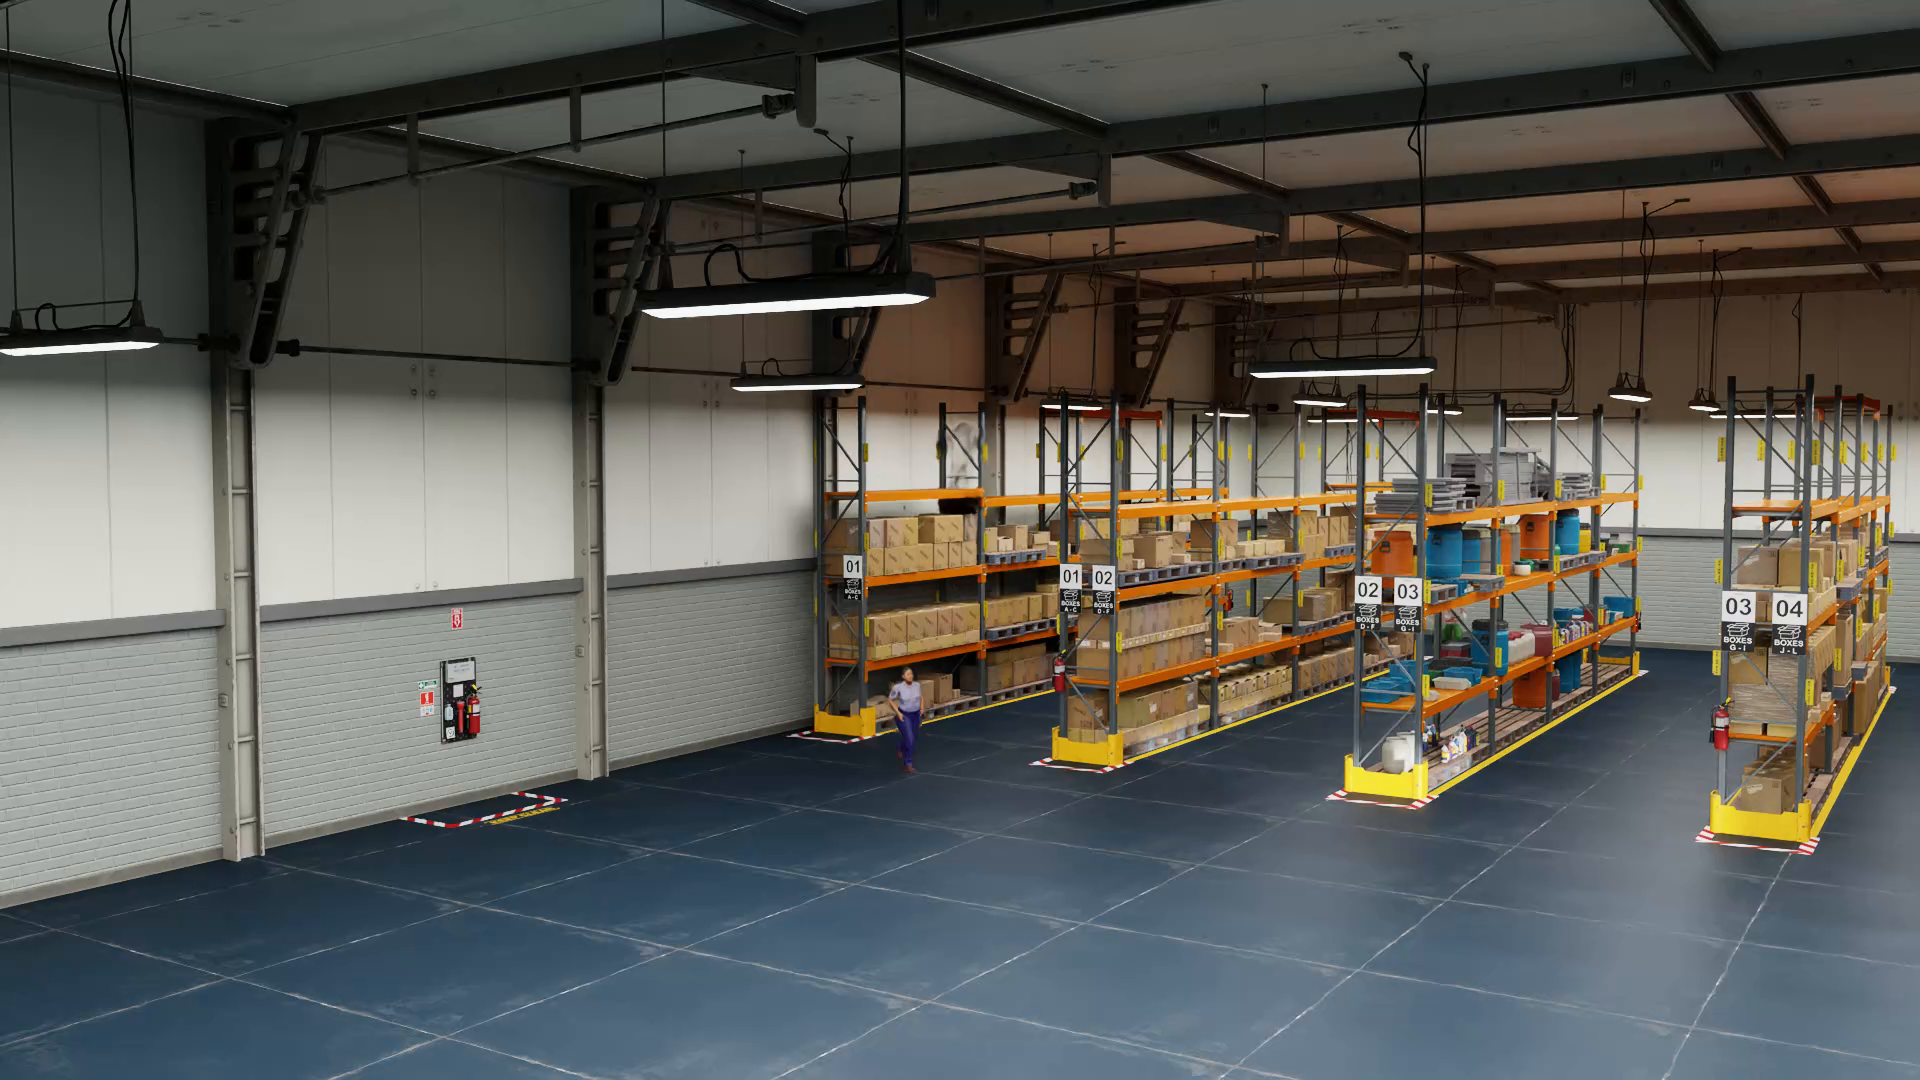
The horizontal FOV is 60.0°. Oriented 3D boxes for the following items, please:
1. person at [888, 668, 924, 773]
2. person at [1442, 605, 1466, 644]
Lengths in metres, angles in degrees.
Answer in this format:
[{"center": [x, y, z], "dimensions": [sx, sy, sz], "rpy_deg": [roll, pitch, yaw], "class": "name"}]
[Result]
[{"center": [-0.863, 2.826, 26.266], "dimensions": [0.603, 1.658, 0.708], "rpy_deg": [-2, 4, -32], "class": "person"}, {"center": [11.899, 2.023, 40.193], "dimensions": [0.696, 1.753, 1.067], "rpy_deg": [0, 3, -3], "class": "person"}]
